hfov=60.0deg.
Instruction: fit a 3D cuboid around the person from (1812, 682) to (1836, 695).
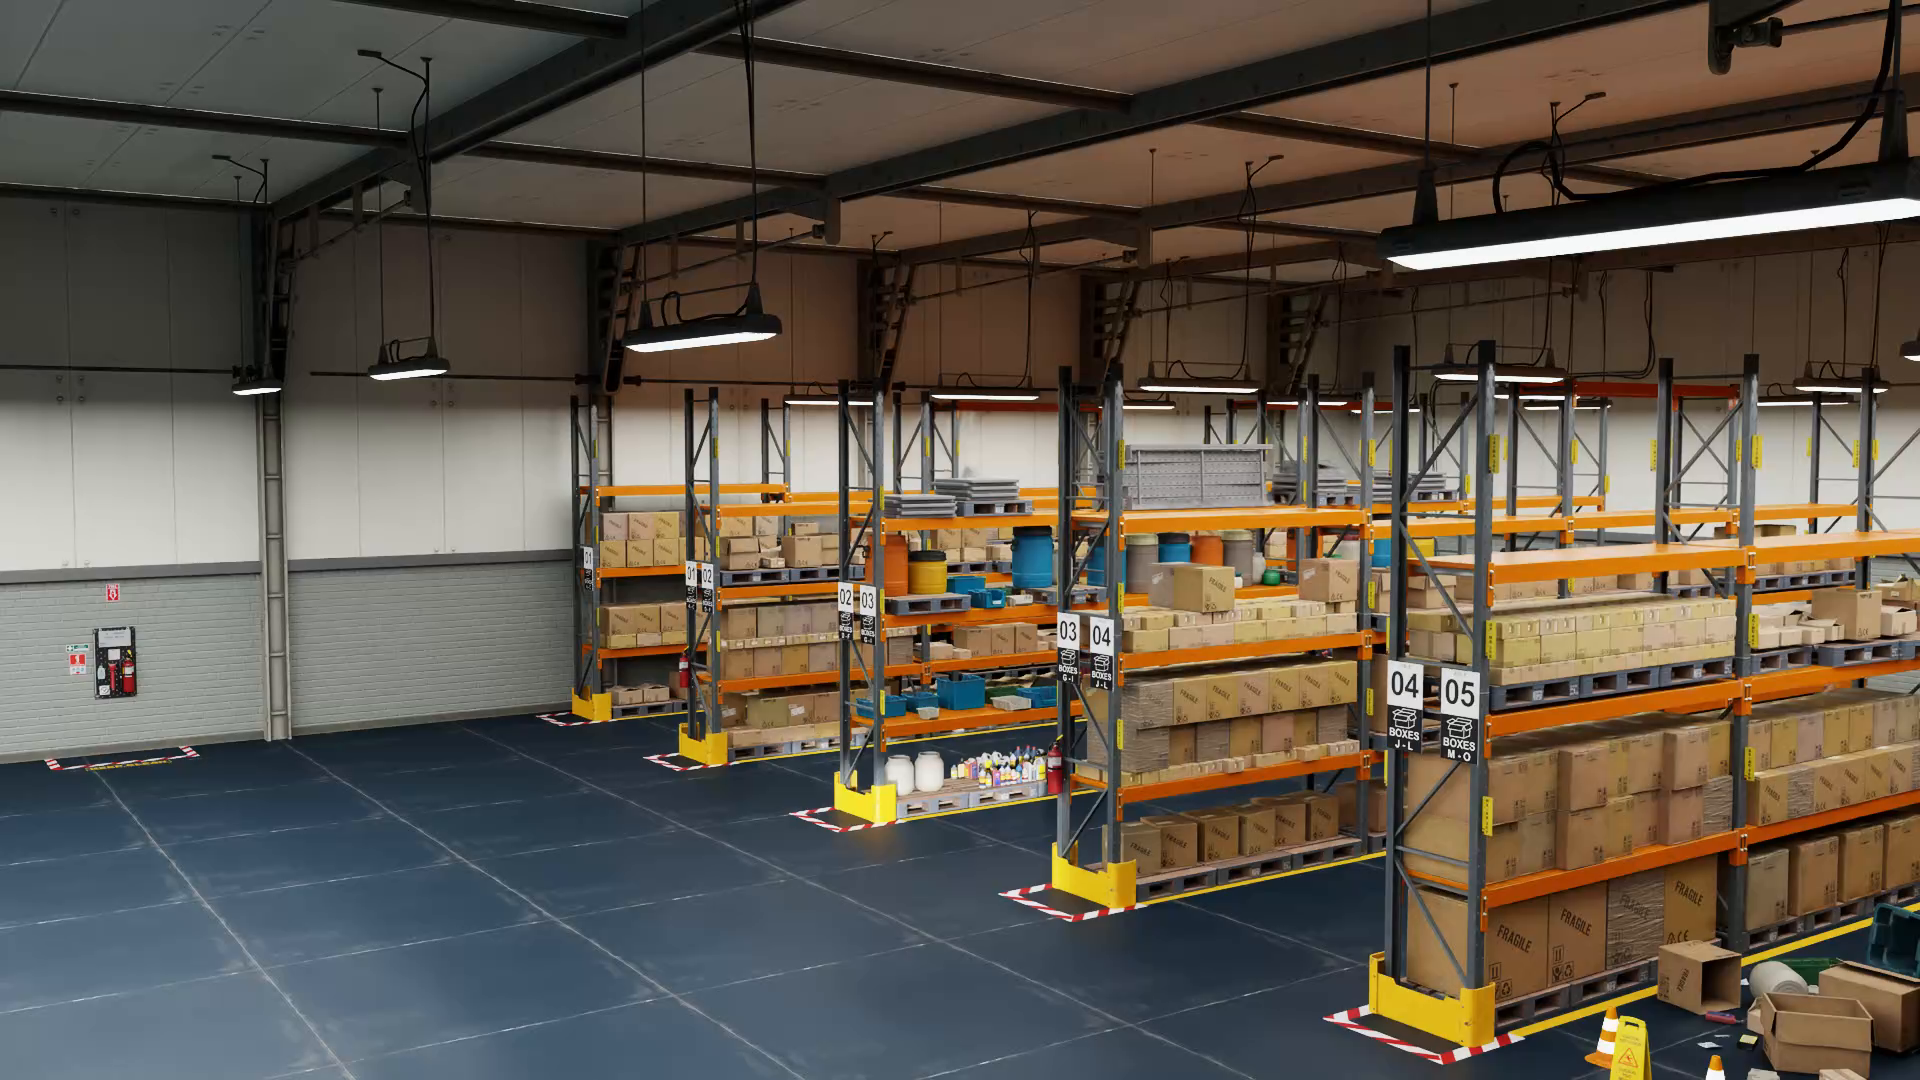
[{"bbox_3d":[12.550,2.849,24.129,0.633,1.732,0.708,-3,5,-45],"label":"person"}]
